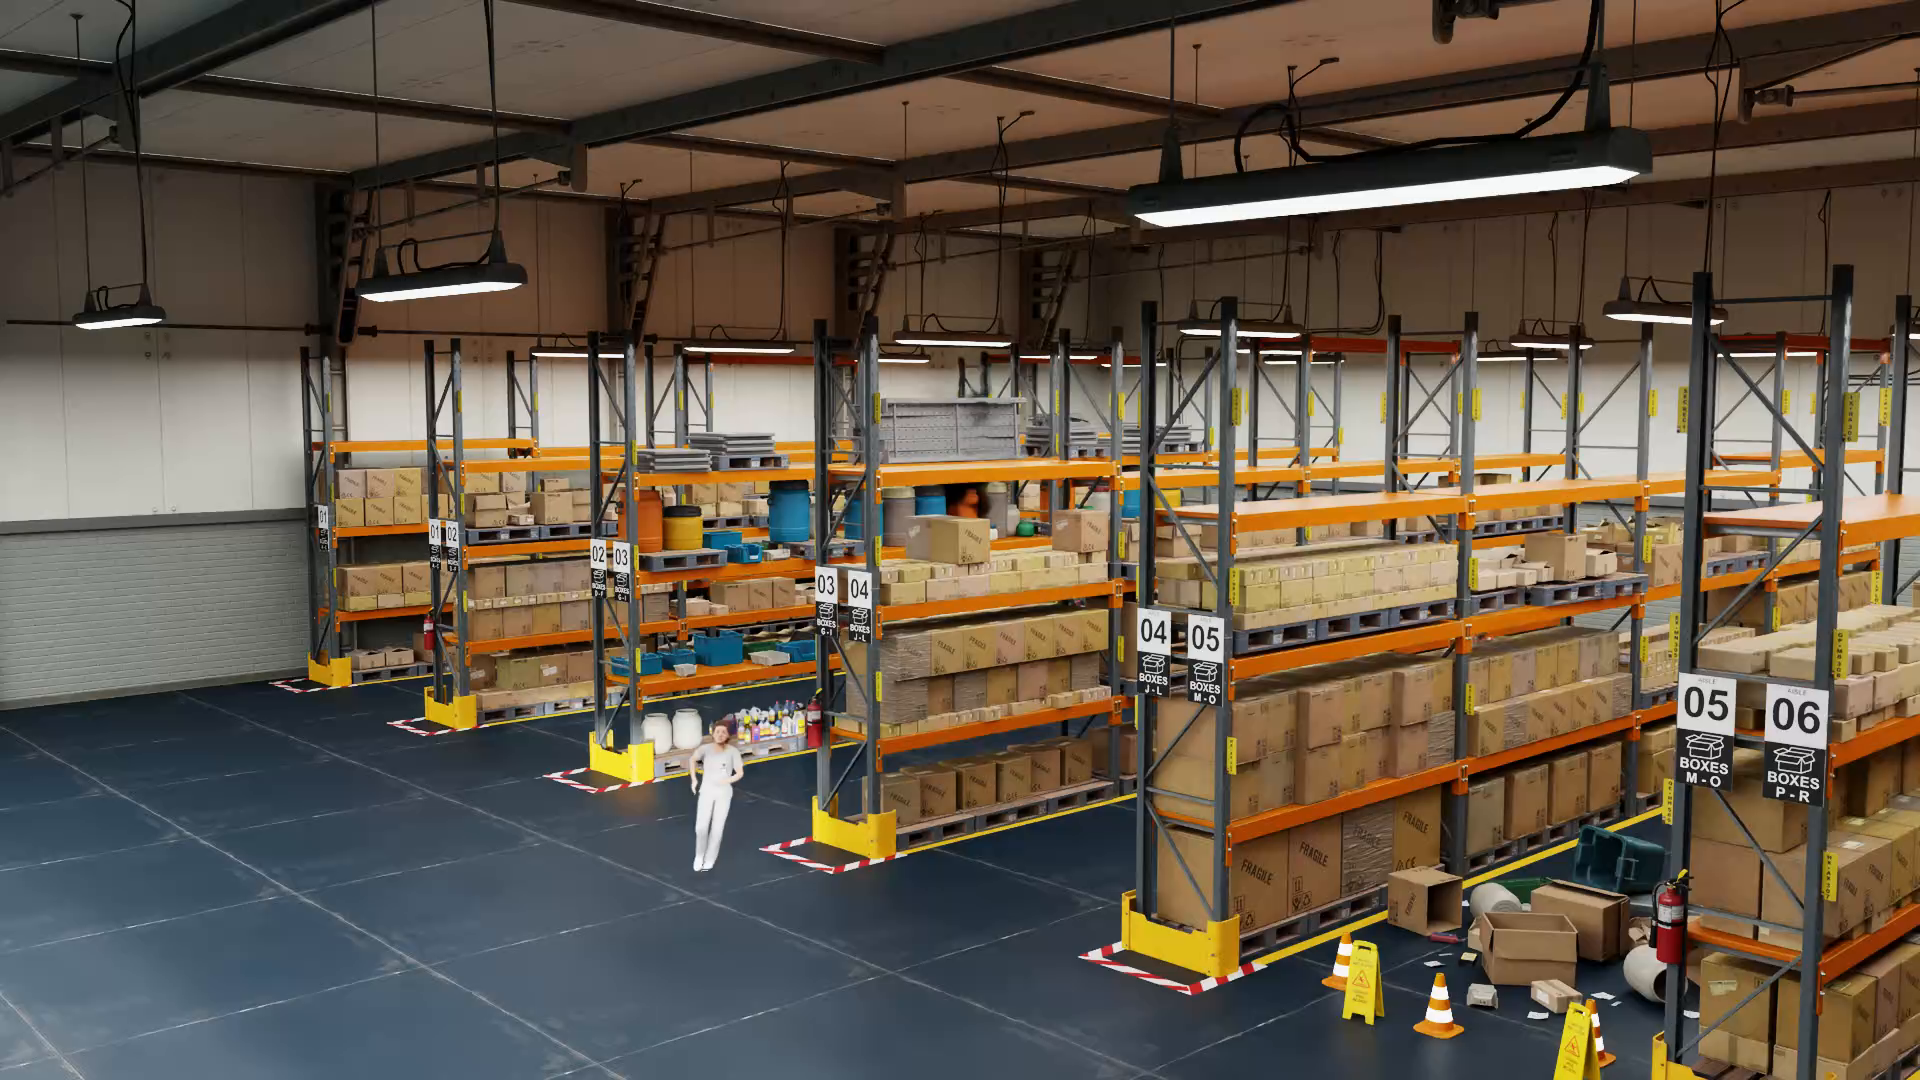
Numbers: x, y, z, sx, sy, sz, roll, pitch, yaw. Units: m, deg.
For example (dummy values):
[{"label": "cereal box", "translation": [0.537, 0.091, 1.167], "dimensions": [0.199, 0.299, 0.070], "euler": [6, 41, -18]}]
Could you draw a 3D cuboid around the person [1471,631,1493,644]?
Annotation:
[{"label": "person", "translation": [7.820, 2.070, 24.959], "dimensions": [0.677, 1.778, 0.837], "euler": [4, 7, 41]}]

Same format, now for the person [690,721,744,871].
[{"label": "person", "translation": [-2.624, 2.766, 17.942], "dimensions": [0.577, 1.634, 0.576], "euler": [-1, 5, -7]}]
